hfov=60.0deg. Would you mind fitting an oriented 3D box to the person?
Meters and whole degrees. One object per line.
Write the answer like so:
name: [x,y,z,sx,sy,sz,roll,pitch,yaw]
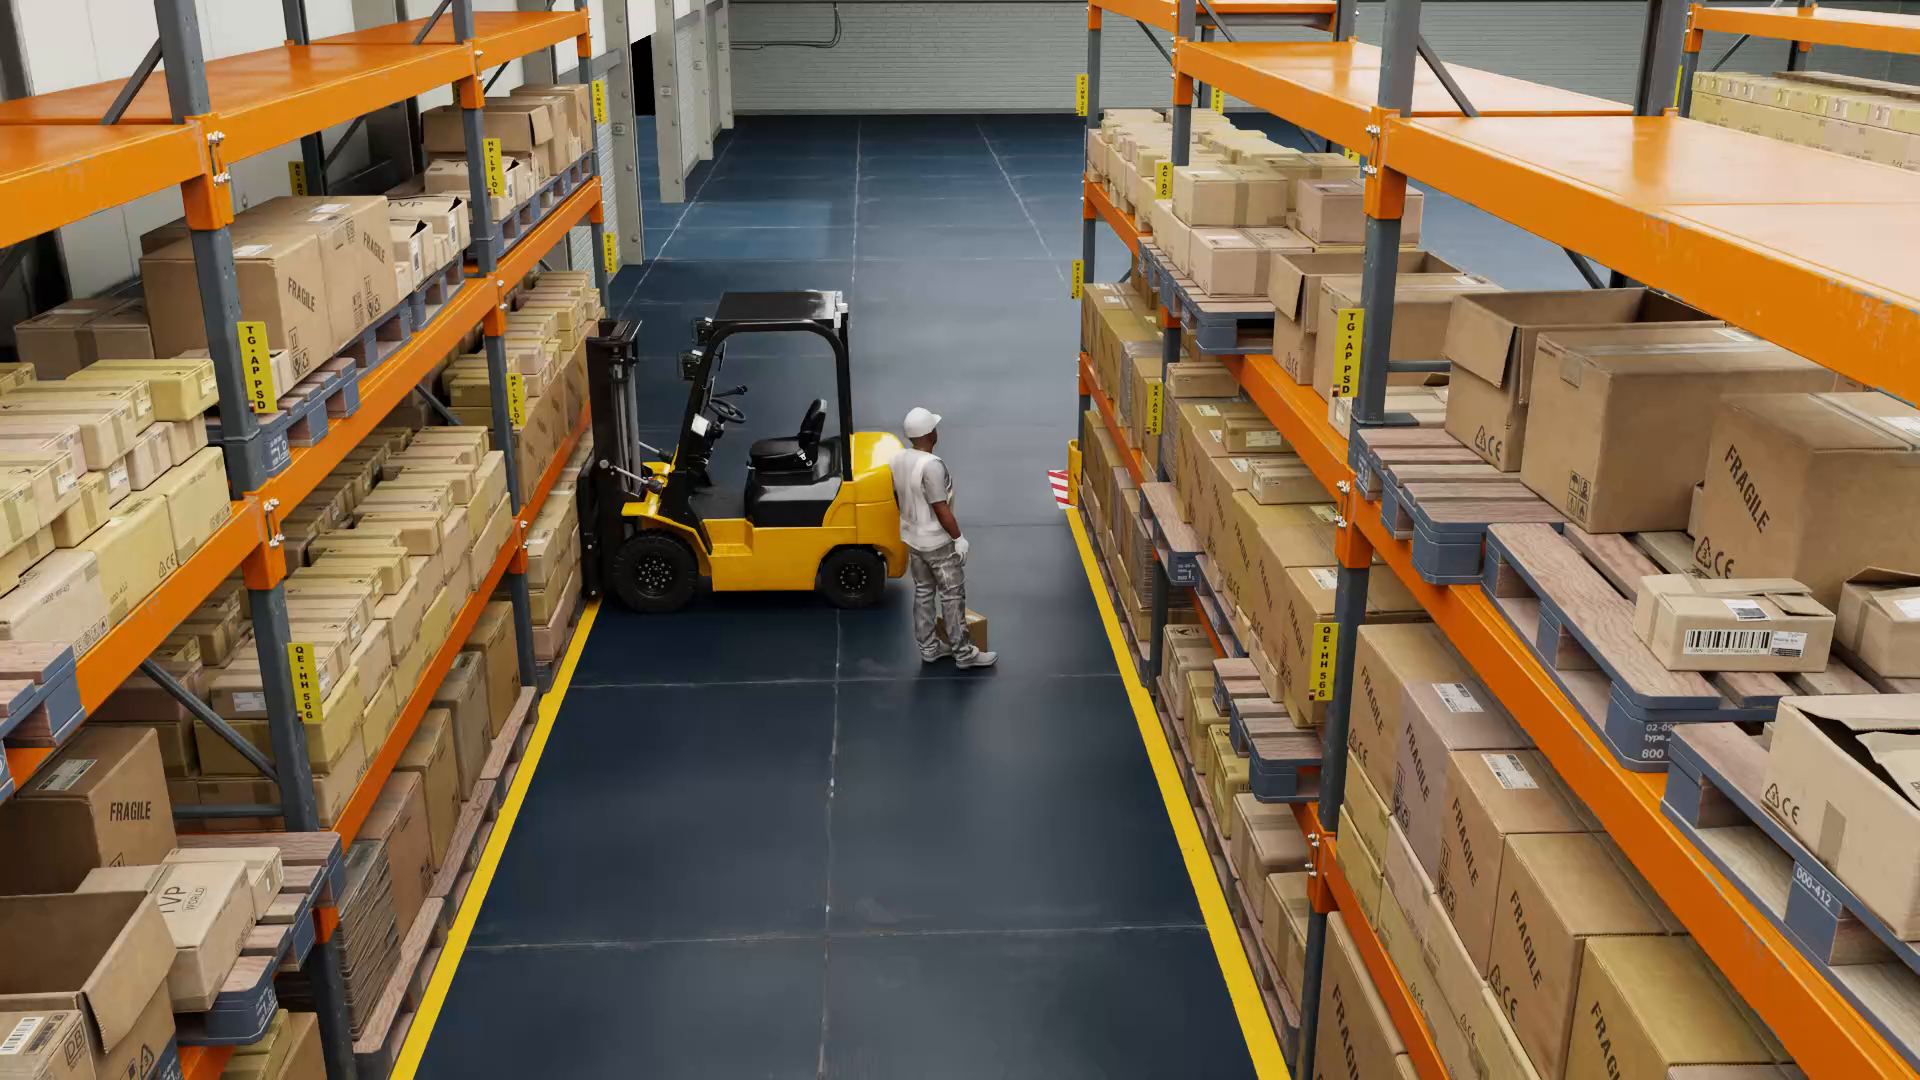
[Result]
person: [-0.130,-0.029,11.101,0.575,1.786,0.656,-13,24,-32]
